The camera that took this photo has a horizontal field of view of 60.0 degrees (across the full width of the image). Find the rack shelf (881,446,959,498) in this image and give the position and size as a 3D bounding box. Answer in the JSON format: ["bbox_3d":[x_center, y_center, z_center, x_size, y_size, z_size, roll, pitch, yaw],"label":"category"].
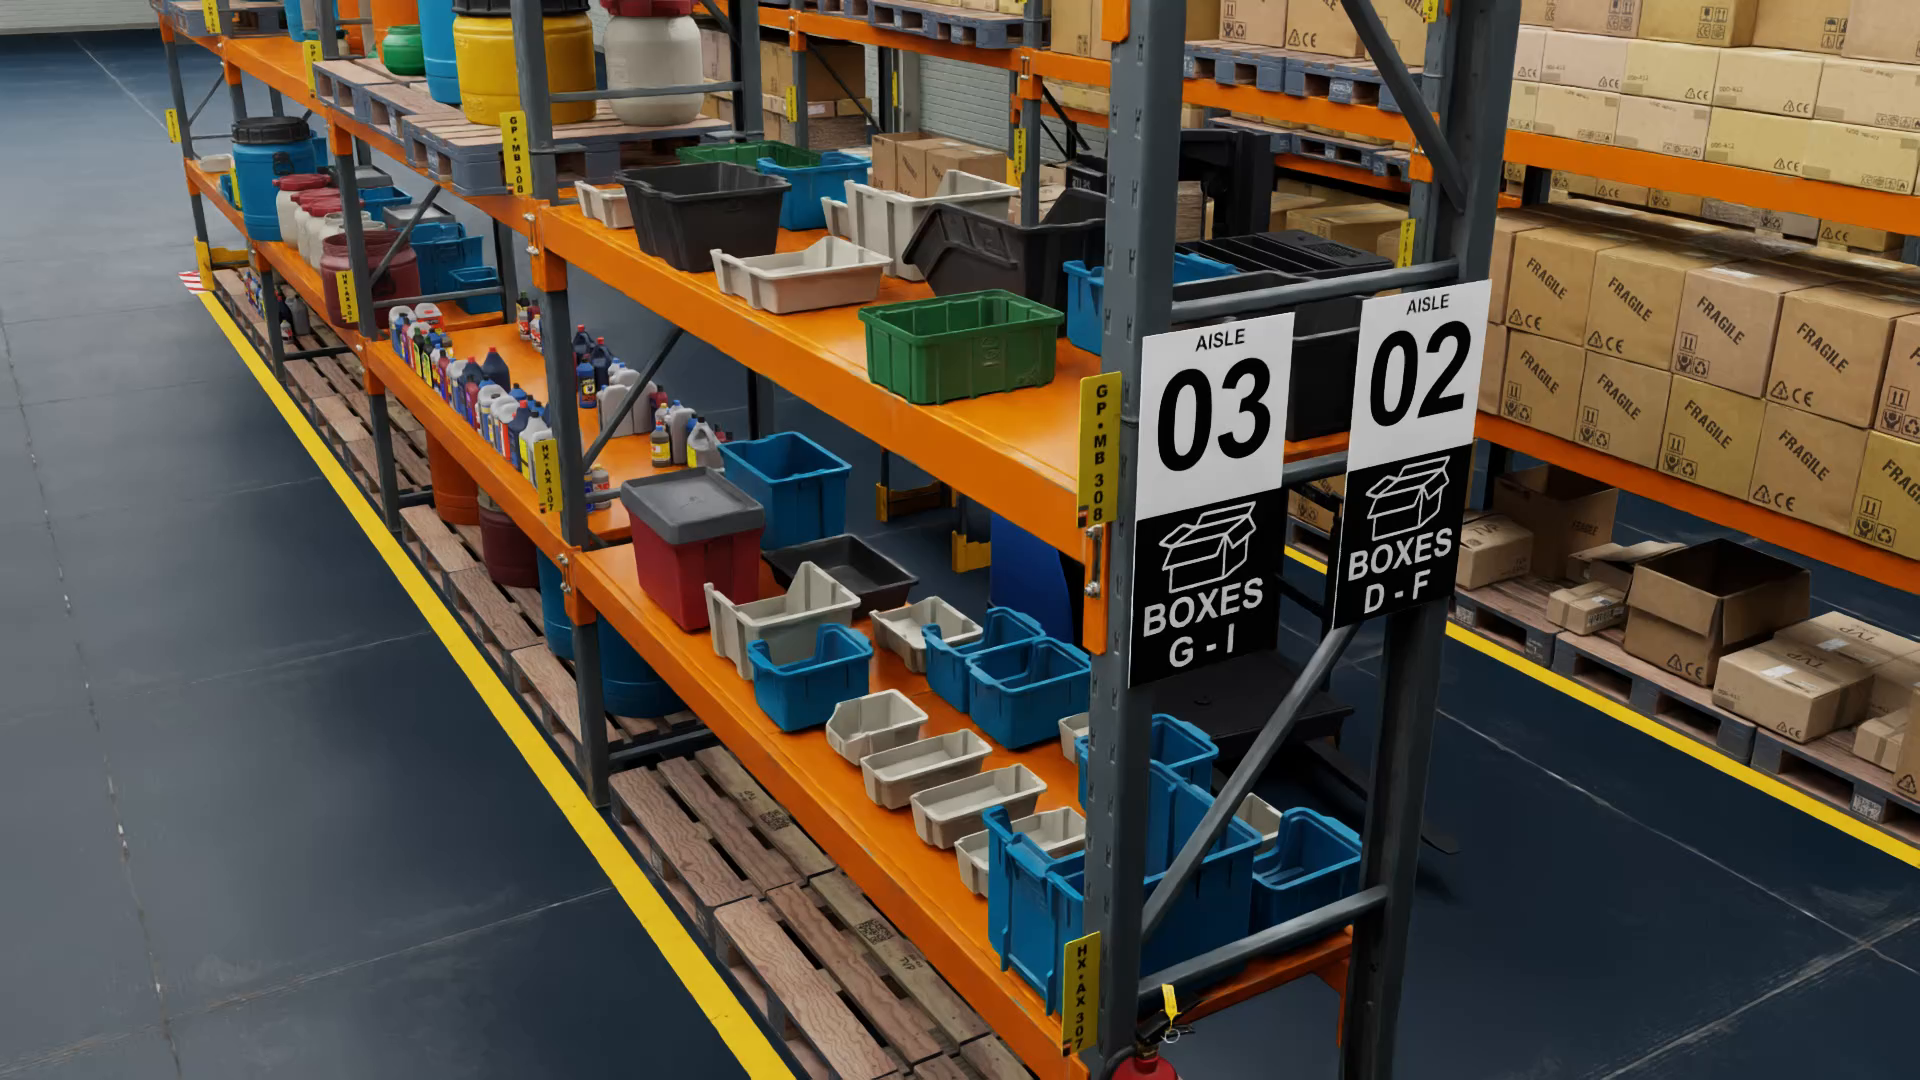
[{"bbox_3d":[-0.044,-0.556,10.665,0.538,0.185,1.000,-13,25,-28],"label":"rack shelf"}]

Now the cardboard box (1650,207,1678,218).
[{"bbox_3d":[5.944,-2.697,13.770,0.380,0.149,0.250,-12,25,-28],"label":"cardboard box"}]

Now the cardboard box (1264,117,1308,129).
[{"bbox_3d":[3.649,-4.641,17.529,0.700,0.500,0.500,-10,24,-23],"label":"cardboard box"}]

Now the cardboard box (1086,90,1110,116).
[{"bbox_3d":[1.861,-5.264,19.952,0.500,0.250,0.500,-12,25,-28],"label":"cardboard box"}]

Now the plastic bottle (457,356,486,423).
[{"bbox_3d":[-2.605,-0.817,8.904,0.144,0.351,0.185,-13,25,-28],"label":"plastic bottle"}]

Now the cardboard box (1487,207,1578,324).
[{"bbox_3d":[2.968,-1.503,9.066,0.500,0.500,0.500,-12,25,-27],"label":"cardboard box"}]

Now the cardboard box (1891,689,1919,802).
[{"bbox_3d":[4.523,0.920,7.300,0.500,0.500,0.500,-13,25,-28],"label":"cardboard box"}]

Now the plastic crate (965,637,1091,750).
[{"bbox_3d":[0.236,0.526,5.676,0.416,0.233,0.300,-13,25,-28],"label":"plastic crate"}]

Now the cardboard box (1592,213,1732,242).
[{"bbox_3d":[3.714,-1.431,8.888,0.500,0.500,0.500,-13,26,-29],"label":"cardboard box"}]

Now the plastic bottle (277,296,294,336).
[{"bbox_3d":[-5.955,-1.968,14.604,0.144,0.351,0.185,-13,26,-30],"label":"plastic bottle"}]

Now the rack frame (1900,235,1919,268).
[{"bbox_3d":[7.226,-2.155,12.129,1.000,3.000,0.127,-13,25,-28],"label":"rack frame"}]

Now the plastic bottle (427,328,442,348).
[{"bbox_3d":[-3.067,-1.101,9.708,0.097,0.271,0.097,0,22,0],"label":"plastic bottle"}]

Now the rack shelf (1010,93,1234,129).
[{"bbox_3d":[2.117,-5.058,20.228,1.077,0.370,4.000,-13,25,-28],"label":"rack shelf"}]

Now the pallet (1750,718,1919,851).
[{"bbox_3d":[4.565,1.104,7.816,1.003,0.211,1.213,-13,25,-28],"label":"pallet"}]

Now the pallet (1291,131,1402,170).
[{"bbox_3d":[4.136,-3.994,16.908,1.003,0.211,1.213,-13,25,-28],"label":"pallet"}]

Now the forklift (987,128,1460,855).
[{"bbox_3d":[1.201,-0.316,7.696,1.130,2.935,3.031,-9,24,-22],"label":"forklift"}]

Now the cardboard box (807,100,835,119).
[{"bbox_3d":[-1.441,-4.184,16.127,0.380,0.149,0.250,-13,25,-28],"label":"cardboard box"}]

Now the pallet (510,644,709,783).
[{"bbox_3d":[-1.650,0.785,8.600,1.003,0.211,1.213,-13,25,-28],"label":"pallet"}]

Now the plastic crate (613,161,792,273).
[{"bbox_3d":[-0.893,-1.123,5.781,0.497,0.269,0.590,-13,25,-28],"label":"plastic crate"}]

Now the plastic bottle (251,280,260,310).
[{"bbox_3d":[-6.537,-2.283,15.484,0.097,0.271,0.097,0,22,0],"label":"plastic bottle"}]

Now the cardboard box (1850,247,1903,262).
[{"bbox_3d":[6.809,-2.103,12.308,0.380,0.149,0.250,-12,25,-28],"label":"cardboard box"}]

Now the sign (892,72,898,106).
[{"bbox_3d":[-0.656,-4.398,16.214,0.100,0.325,0.005,-13,25,-28],"label":"sign"}]

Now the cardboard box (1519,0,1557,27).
[{"bbox_3d":[3.250,-2.950,8.641,0.700,0.500,0.500,-13,25,-28],"label":"cardboard box"}]

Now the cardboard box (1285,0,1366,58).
[{"bbox_3d":[2.414,-3.267,10.058,0.600,0.600,0.600,-13,25,-29],"label":"cardboard box"}]

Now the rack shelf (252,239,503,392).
[{"bbox_3d":[-4.356,-1.858,12.355,1.077,0.370,4.000,-13,25,-28],"label":"rack shelf"}]

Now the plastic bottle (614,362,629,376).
[{"bbox_3d":[-1.827,-0.830,9.041,0.097,0.271,0.097,0,22,0],"label":"plastic bottle"}]

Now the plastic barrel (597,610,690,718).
[{"bbox_3d":[-1.555,0.349,8.198,0.600,0.901,0.708,-13,25,-28],"label":"plastic barrel"}]

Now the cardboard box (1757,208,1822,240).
[{"bbox_3d":[6.504,-2.612,12.700,0.500,0.500,0.500,-12,25,-28],"label":"cardboard box"}]

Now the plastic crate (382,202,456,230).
[{"bbox_3d":[-3.897,-2.156,12.046,0.402,0.464,0.583,-13,25,-28],"label":"plastic crate"}]

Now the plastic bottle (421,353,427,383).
[{"bbox_3d":[-3.051,-1.014,9.586,0.097,0.201,0.097,0,22,0],"label":"plastic bottle"}]

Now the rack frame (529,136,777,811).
[{"bbox_3d":[-1.291,-0.249,7.441,1.000,3.000,0.127,-13,25,-28],"label":"rack frame"}]

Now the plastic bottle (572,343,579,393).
[{"bbox_3d":[-2.207,-0.983,9.402,0.061,0.283,0.133,-13,25,-28],"label":"plastic bottle"}]

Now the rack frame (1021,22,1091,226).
[{"bbox_3d":[0.926,-2.495,12.967,1.000,3.000,0.127,-13,25,-28],"label":"rack frame"}]

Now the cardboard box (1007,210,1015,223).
[{"bbox_3d":[0.229,-2.617,13.600,0.380,0.149,0.250,-13,25,-28],"label":"cardboard box"}]

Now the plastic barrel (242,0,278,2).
[{"bbox_3d":[-5.794,-4.998,13.917,0.600,0.901,0.708,-13,25,-28],"label":"plastic barrel"}]

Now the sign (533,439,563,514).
[{"bbox_3d":[-1.765,-0.272,7.130,0.100,0.325,0.005,-13,25,-28],"label":"sign"}]

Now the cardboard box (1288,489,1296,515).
[{"bbox_3d":[2.225,-0.513,10.825,0.500,0.500,0.500,-13,25,-28],"label":"cardboard box"}]

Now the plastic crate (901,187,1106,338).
[{"bbox_3d":[0.208,-0.863,5.049,0.504,0.338,0.767,-13,25,-28],"label":"plastic crate"}]

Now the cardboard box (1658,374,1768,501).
[{"bbox_3d":[3.774,-0.538,8.018,0.500,0.500,0.500,-13,25,-29],"label":"cardboard box"}]

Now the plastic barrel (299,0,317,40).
[{"bbox_3d":[-4.597,-4.126,12.330,0.600,0.901,0.600,0,22,0],"label":"plastic barrel"}]

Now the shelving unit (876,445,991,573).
[{"bbox_3d":[-0.039,-0.719,10.590,0.587,1.500,1.083,-13,25,-28],"label":"shelving unit"}]

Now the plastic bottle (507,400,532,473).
[{"bbox_3d":[-2.137,-0.521,8.174,0.144,0.351,0.185,-13,25,-28],"label":"plastic bottle"}]

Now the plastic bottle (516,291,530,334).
[{"bbox_3d":[-2.761,-1.441,10.528,0.061,0.283,0.133,-13,25,-28],"label":"plastic bottle"}]

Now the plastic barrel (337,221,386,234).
[{"bbox_3d":[-4.044,-1.888,11.323,0.421,0.512,0.421,0,22,0],"label":"plastic barrel"}]

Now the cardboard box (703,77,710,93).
[{"bbox_3d":[-2.617,-4.930,17.962,0.380,0.149,0.250,-14,26,-30],"label":"cardboard box"}]

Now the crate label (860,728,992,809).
[{"bbox_3d":[-0.119,0.729,5.305,0.396,0.136,0.243,-13,25,-28],"label":"crate label"}]

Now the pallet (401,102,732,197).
[{"bbox_3d":[-1.776,-1.786,7.489,1.213,0.211,1.003,-13,25,-28],"label":"pallet"}]

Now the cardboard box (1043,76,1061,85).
[{"bbox_3d":[1.325,-5.952,20.648,0.500,0.500,0.500,-13,25,-28],"label":"cardboard box"}]

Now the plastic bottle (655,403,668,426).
[{"bbox_3d":[-1.522,-0.604,8.579,0.097,0.201,0.097,0,22,0],"label":"plastic bottle"}]

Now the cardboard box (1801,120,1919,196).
[{"bbox_3d":[4.010,-1.665,7.139,0.500,0.250,0.500,-13,25,-28],"label":"cardboard box"}]

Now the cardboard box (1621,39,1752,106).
[{"bbox_3d":[3.506,-2.222,7.845,0.500,0.250,0.500,-13,25,-28],"label":"cardboard box"}]

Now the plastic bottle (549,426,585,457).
[{"bbox_3d":[-1.918,-0.489,8.095,0.144,0.351,0.185,-13,25,-28],"label":"plastic bottle"}]

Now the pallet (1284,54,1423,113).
[{"bbox_3d":[2.696,-2.728,9.805,1.213,0.211,1.003,-13,25,-28],"label":"pallet"}]

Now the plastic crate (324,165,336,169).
[{"bbox_3d":[-5.829,-3.234,15.067,0.450,0.188,0.662,-13,25,-28],"label":"plastic crate"}]

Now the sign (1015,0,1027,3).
[{"bbox_3d":[0.444,-4.057,12.034,0.100,0.325,0.005,-13,25,-28],"label":"sign"}]

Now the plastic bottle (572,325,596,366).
[{"bbox_3d":[-2.132,-1.043,9.459,0.144,0.351,0.185,-13,25,-28],"label":"plastic bottle"}]

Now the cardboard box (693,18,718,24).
[{"bbox_3d":[-2.906,-5.562,18.656,0.700,0.500,0.500,-13,25,-28],"label":"cardboard box"}]
